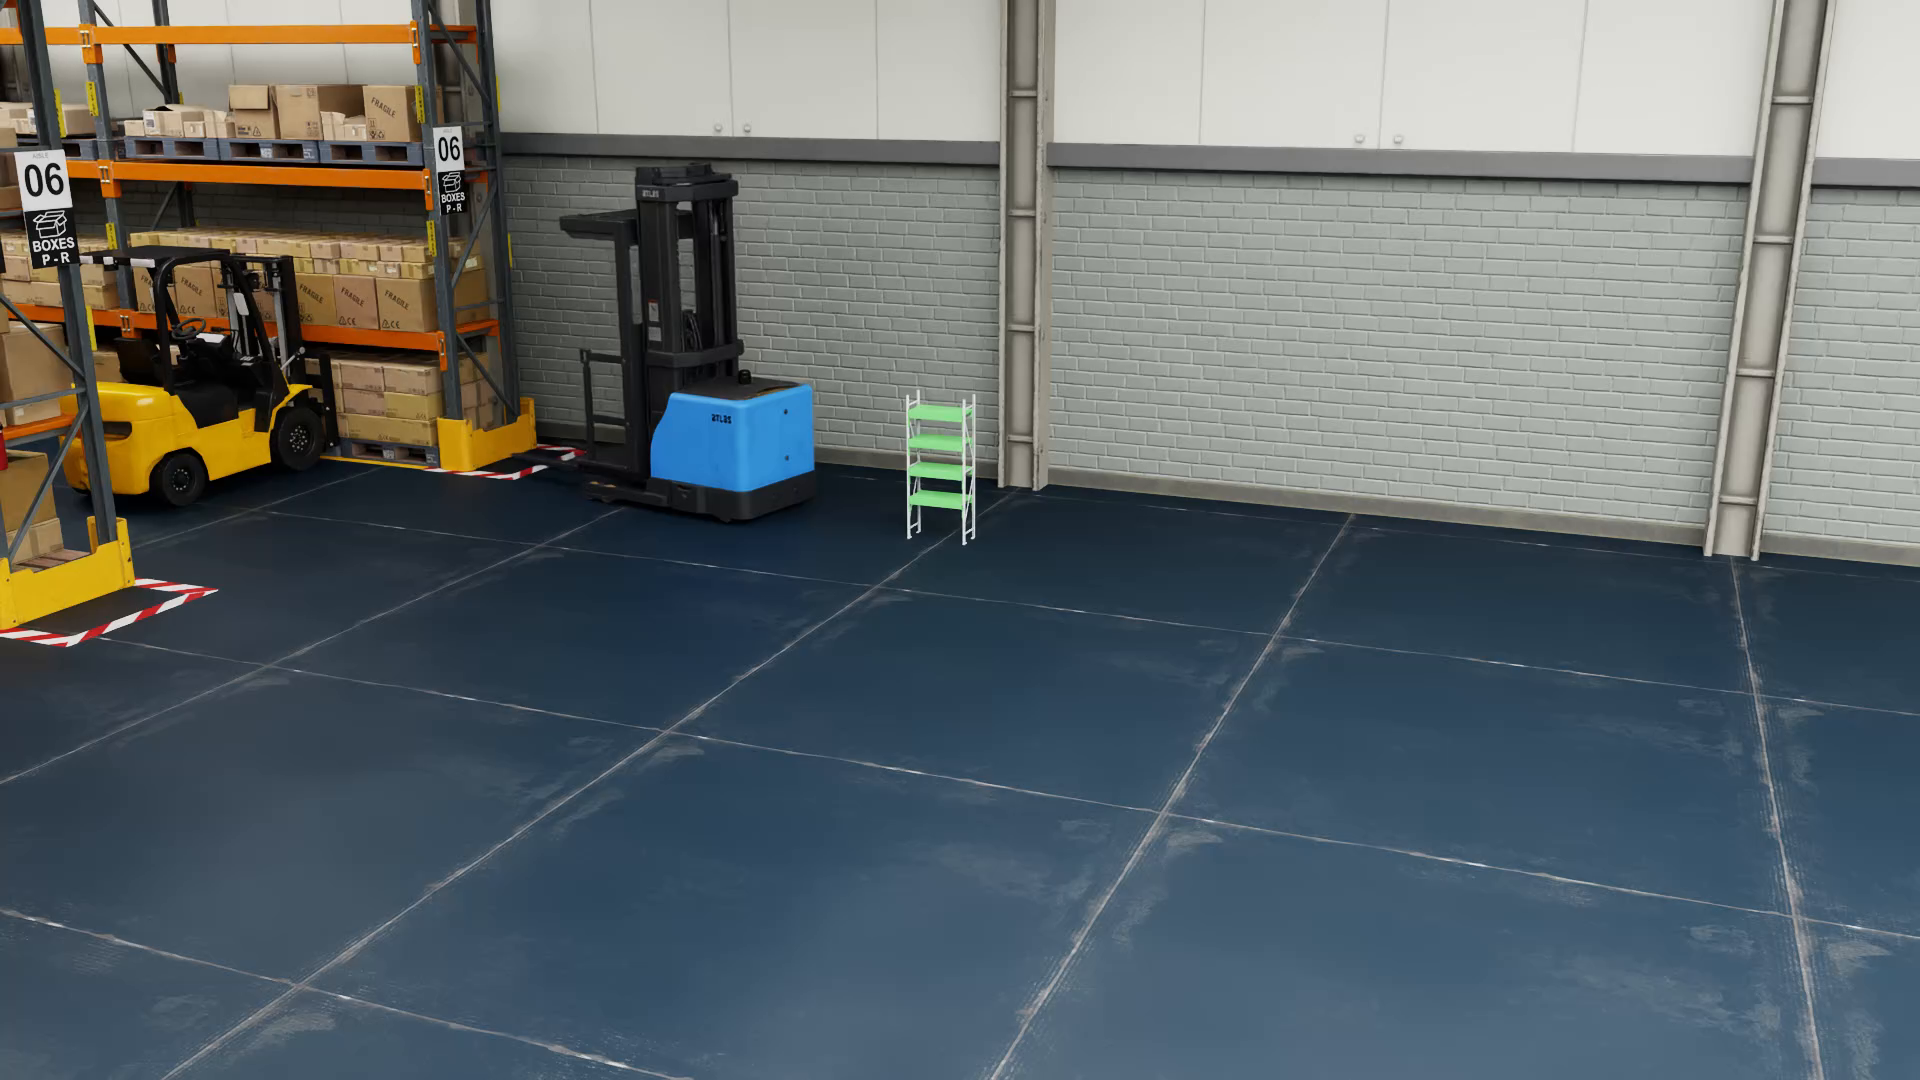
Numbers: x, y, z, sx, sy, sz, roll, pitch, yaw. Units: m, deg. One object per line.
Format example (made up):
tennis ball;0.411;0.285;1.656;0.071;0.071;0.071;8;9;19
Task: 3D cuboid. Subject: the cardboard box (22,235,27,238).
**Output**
cardboard box;-10.049;-3.288;18.277;0.250;0.149;0.380;6;17;21

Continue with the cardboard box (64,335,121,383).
cardboard box;-9.608;-1.862;18.214;0.625;0.625;0.875;6;17;20

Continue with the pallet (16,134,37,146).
pallet;-10.415;-4.268;17.954;1.213;0.211;1.003;7;18;23

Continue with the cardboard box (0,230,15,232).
cardboard box;-10.772;-3.363;18.535;0.250;0.149;0.380;6;17;20

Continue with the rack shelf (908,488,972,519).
rack shelf;-0.154;-0.301;13.649;0.480;0.148;0.258;6;17;21

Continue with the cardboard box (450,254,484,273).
cardboard box;-4.899;-2.721;16.325;0.250;0.149;0.380;6;17;19

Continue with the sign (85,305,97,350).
sign;-6.297;-1.529;12.006;0.005;0.325;0.100;6;17;21

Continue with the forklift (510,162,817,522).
forklift;-2.788;-1.848;14.783;3.031;2.935;1.130;10;19;31

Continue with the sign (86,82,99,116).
sign;-8.589;-4.367;16.465;0.005;0.325;0.100;6;17;21

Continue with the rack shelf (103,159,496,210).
rack shelf;-6.539;-3.560;16.465;4.000;0.370;1.077;6;17;21

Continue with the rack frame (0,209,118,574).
rack frame;-6.496;-0.972;11.642;0.127;3.000;1.000;6;17;21

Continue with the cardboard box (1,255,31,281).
cardboard box;-9.905;-2.926;17.743;0.500;0.250;0.500;7;17;22

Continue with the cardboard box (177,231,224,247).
cardboard box;-7.695;-3.035;16.871;0.250;0.149;0.380;6;17;20

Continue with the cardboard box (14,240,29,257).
cardboard box;-9.768;-3.102;17.635;0.250;0.149;0.380;6;17;19

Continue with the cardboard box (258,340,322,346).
cardboard box;-6.928;-1.927;17.317;0.500;0.250;0.500;6;17;21

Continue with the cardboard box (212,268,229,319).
cardboard box;-7.120;-2.503;16.738;0.500;0.500;0.500;6;17;20

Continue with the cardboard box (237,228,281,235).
cardboard box;-7.266;-3.148;17.260;0.250;0.149;0.380;6;17;20

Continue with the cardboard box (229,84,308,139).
cardboard box;-6.626;-4.182;16.202;0.637;0.503;0.797;7;18;22

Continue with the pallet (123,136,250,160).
pallet;-7.596;-3.987;16.804;1.213;0.211;1.003;6;17;21

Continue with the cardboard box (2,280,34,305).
cardboard box;-9.885;-2.689;17.827;0.500;0.250;0.500;6;17;21

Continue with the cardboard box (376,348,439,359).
cardboard box;-5.522;-1.770;16.774;0.500;0.250;0.500;6;17;21

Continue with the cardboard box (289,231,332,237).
cardboard box;-6.588;-3.044;16.902;0.250;0.149;0.380;7;18;22

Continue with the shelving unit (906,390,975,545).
shelving unit;-0.154;-0.593;13.565;0.503;1.200;0.258;6;17;21

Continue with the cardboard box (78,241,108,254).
cardboard box;-9.045;-3.028;17.380;0.250;0.149;0.380;6;17;20

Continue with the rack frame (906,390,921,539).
rack frame;-0.381;-0.618;13.651;0.015;1.200;0.240;6;17;21

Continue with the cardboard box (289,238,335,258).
cardboard box;-6.313;-2.849;16.230;0.250;0.149;0.380;7;17;22

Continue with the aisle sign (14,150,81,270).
aisle sign;-6.325;-2.295;11.535;0.004;0.787;0.394;6;17;21

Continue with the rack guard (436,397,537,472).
rack guard;-4.656;-1.057;16.418;0.348;0.500;1.175;6;17;21

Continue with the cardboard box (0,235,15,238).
cardboard box;-10.450;-3.198;17.966;0.250;0.149;0.380;6;17;21

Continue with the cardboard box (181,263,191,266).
cardboard box;-7.705;-2.882;16.879;0.250;0.149;0.380;6;17;21

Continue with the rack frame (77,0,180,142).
rack frame;-8.399;-5.550;16.651;0.127;3.000;1.000;6;17;21

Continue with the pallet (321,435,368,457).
pallet;-6.536;-1.113;17.130;1.213;0.211;1.003;6;17;21

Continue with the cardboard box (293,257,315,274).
cardboard box;-6.306;-2.707;16.275;0.250;0.149;0.380;6;17;21

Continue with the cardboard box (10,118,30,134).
cardboard box;-9.534;-4.272;17.148;0.250;0.149;0.380;6;17;20

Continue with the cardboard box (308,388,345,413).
cardboard box;-6.196;-1.451;16.575;0.500;0.250;0.500;6;17;19

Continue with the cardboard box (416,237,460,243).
cardboard box;-5.137;-2.895;16.391;0.250;0.149;0.380;7;18;23

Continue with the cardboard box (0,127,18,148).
cardboard box;-6.752;-2.764;11.455;0.250;0.149;0.380;6;17;20

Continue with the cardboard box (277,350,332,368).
cardboard box;-6.640;-1.741;16.676;0.500;0.250;0.500;6;17;20

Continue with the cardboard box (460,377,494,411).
cardboard box;-5.040;-1.483;16.684;0.500;0.250;0.500;7;17;22

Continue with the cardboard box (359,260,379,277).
cardboard box;-5.571;-2.643;16.055;0.250;0.149;0.380;7;17;22

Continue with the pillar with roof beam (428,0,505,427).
pillar with roof beam;-6.575;-4.329;12.446;0.400;9.000;9.100;6;17;21

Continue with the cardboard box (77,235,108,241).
cardboard box;-9.355;-3.208;18.000;0.250;0.149;0.380;6;17;20

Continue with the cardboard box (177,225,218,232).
cardboard box;-7.991;-3.217;17.499;0.250;0.149;0.380;6;17;21

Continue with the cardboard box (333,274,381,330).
cardboard box;-5.712;-2.346;16.194;0.500;0.500;0.500;7;18;22

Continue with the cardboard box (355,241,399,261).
cardboard box;-5.583;-2.781;15.997;0.250;0.149;0.380;7;17;22

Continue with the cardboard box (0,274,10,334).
cardboard box;-7.051;-1.639;11.432;0.500;0.500;0.700;6;17;19

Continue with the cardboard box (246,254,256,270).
cardboard box;-7.019;-2.789;16.559;0.250;0.149;0.380;6;17;19

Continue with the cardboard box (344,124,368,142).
cardboard box;-5.561;-3.835;15.643;0.250;0.149;0.380;6;17;19

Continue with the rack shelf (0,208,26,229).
rack shelf;-8.357;-2.272;12.029;4.000;0.370;1.077;6;17;21

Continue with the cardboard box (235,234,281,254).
cardboard box;-6.984;-2.951;16.581;0.250;0.149;0.380;6;17;20

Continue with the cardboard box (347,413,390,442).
cardboard box;-5.690;-1.161;16.470;0.500;0.250;0.500;6;17;21

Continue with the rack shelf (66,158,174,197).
rack shelf;-10.260;-3.969;17.874;4.000;0.370;1.077;6;17;21

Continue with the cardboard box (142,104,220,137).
cardboard box;-7.715;-4.168;16.498;0.500;0.311;0.500;7;17;22

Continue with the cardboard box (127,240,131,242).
cardboard box;-8.648;-3.120;17.698;0.250;0.149;0.380;6;17;19

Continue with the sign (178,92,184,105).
sign;-8.197;-4.540;17.482;0.005;0.325;0.100;6;17;21

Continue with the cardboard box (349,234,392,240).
cardboard box;-5.873;-2.961;16.615;0.250;0.149;0.380;7;18;22

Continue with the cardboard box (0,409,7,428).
cardboard box;-6.922;-0.834;11.618;0.250;0.149;0.380;7;18;22

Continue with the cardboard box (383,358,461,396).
cardboard box;-5.221;-1.587;16.147;0.500;0.250;0.500;7;18;22
